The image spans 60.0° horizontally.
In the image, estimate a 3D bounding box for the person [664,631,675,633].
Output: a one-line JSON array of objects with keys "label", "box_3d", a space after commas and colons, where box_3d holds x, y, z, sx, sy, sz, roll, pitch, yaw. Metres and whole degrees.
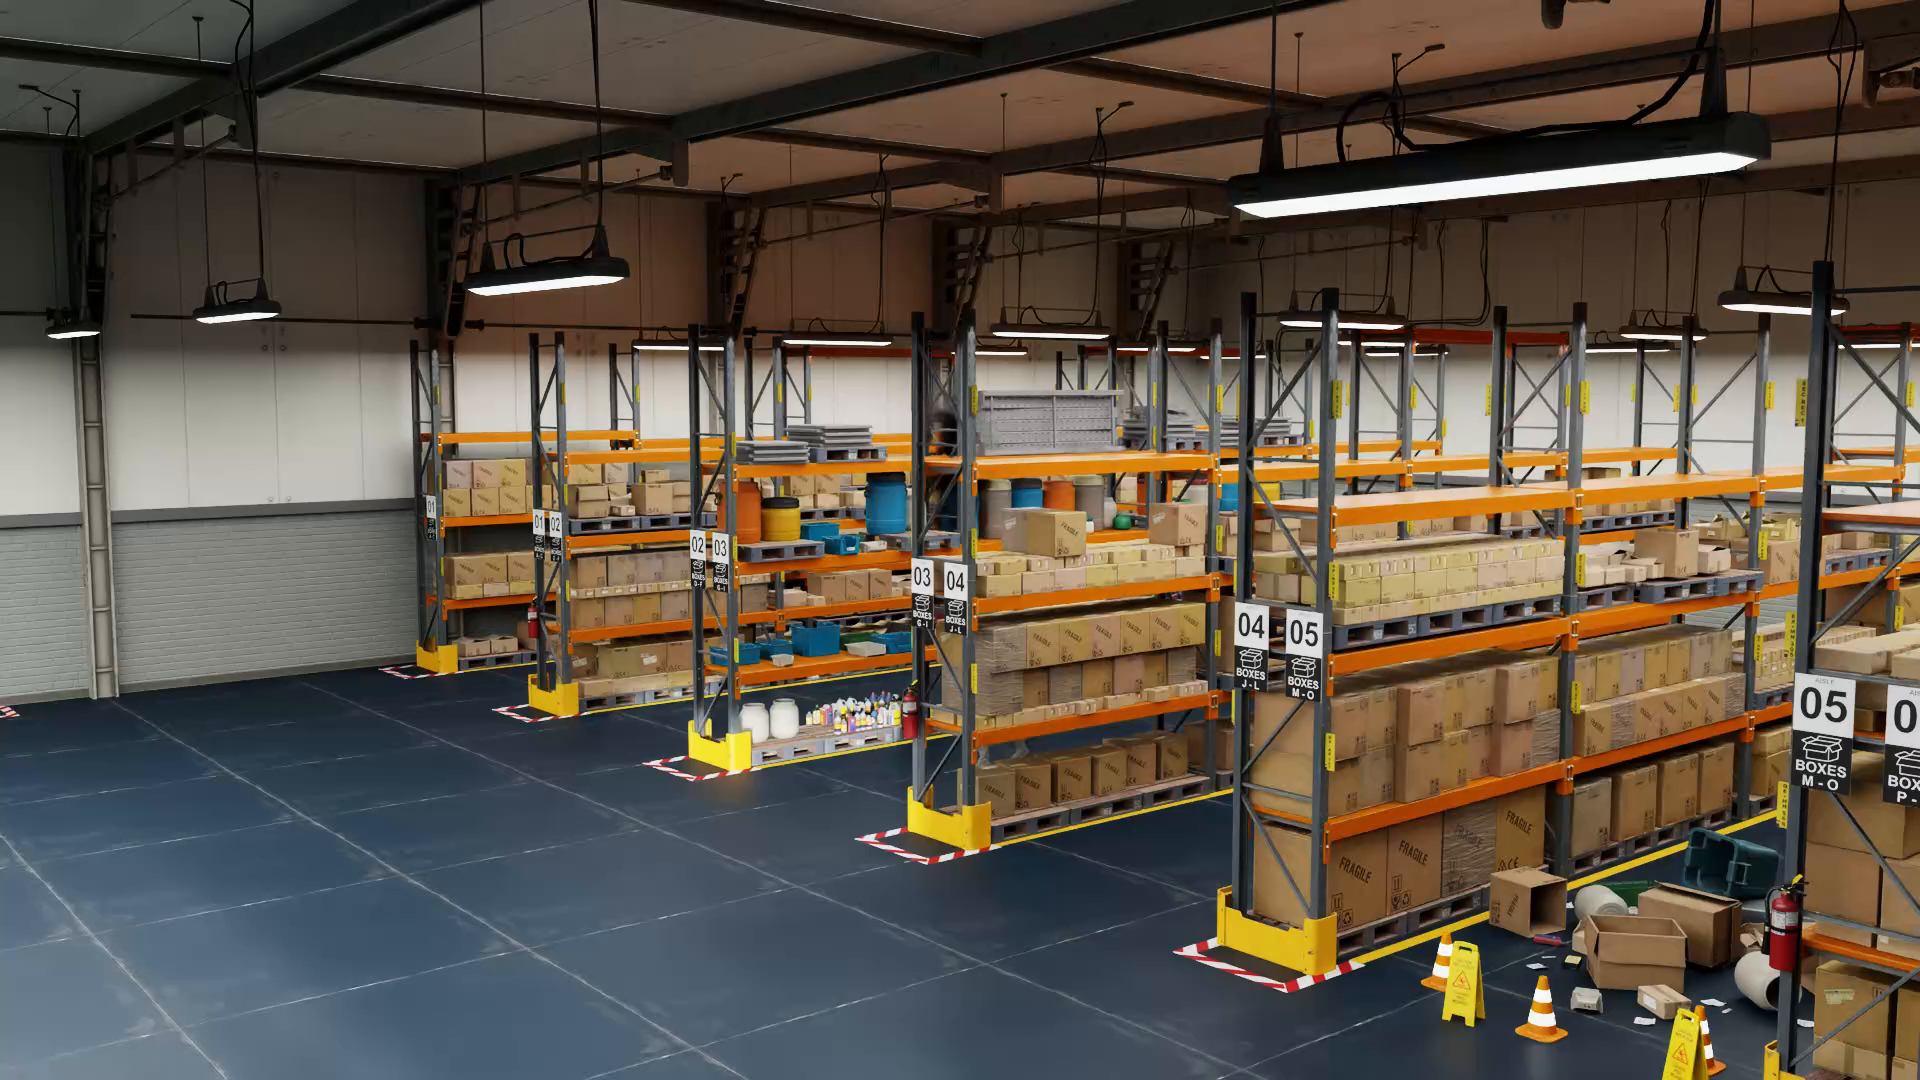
[{"label": "person", "box_3d": [-5.212, 1.627, 30.049, 0.611, 1.604, 0.952, 4, 7, 36]}]

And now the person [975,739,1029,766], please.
[{"label": "person", "box_3d": [0.487, 2.159, 21.426, 0.986, 1.547, 0.610, -3, 6, -28]}]
